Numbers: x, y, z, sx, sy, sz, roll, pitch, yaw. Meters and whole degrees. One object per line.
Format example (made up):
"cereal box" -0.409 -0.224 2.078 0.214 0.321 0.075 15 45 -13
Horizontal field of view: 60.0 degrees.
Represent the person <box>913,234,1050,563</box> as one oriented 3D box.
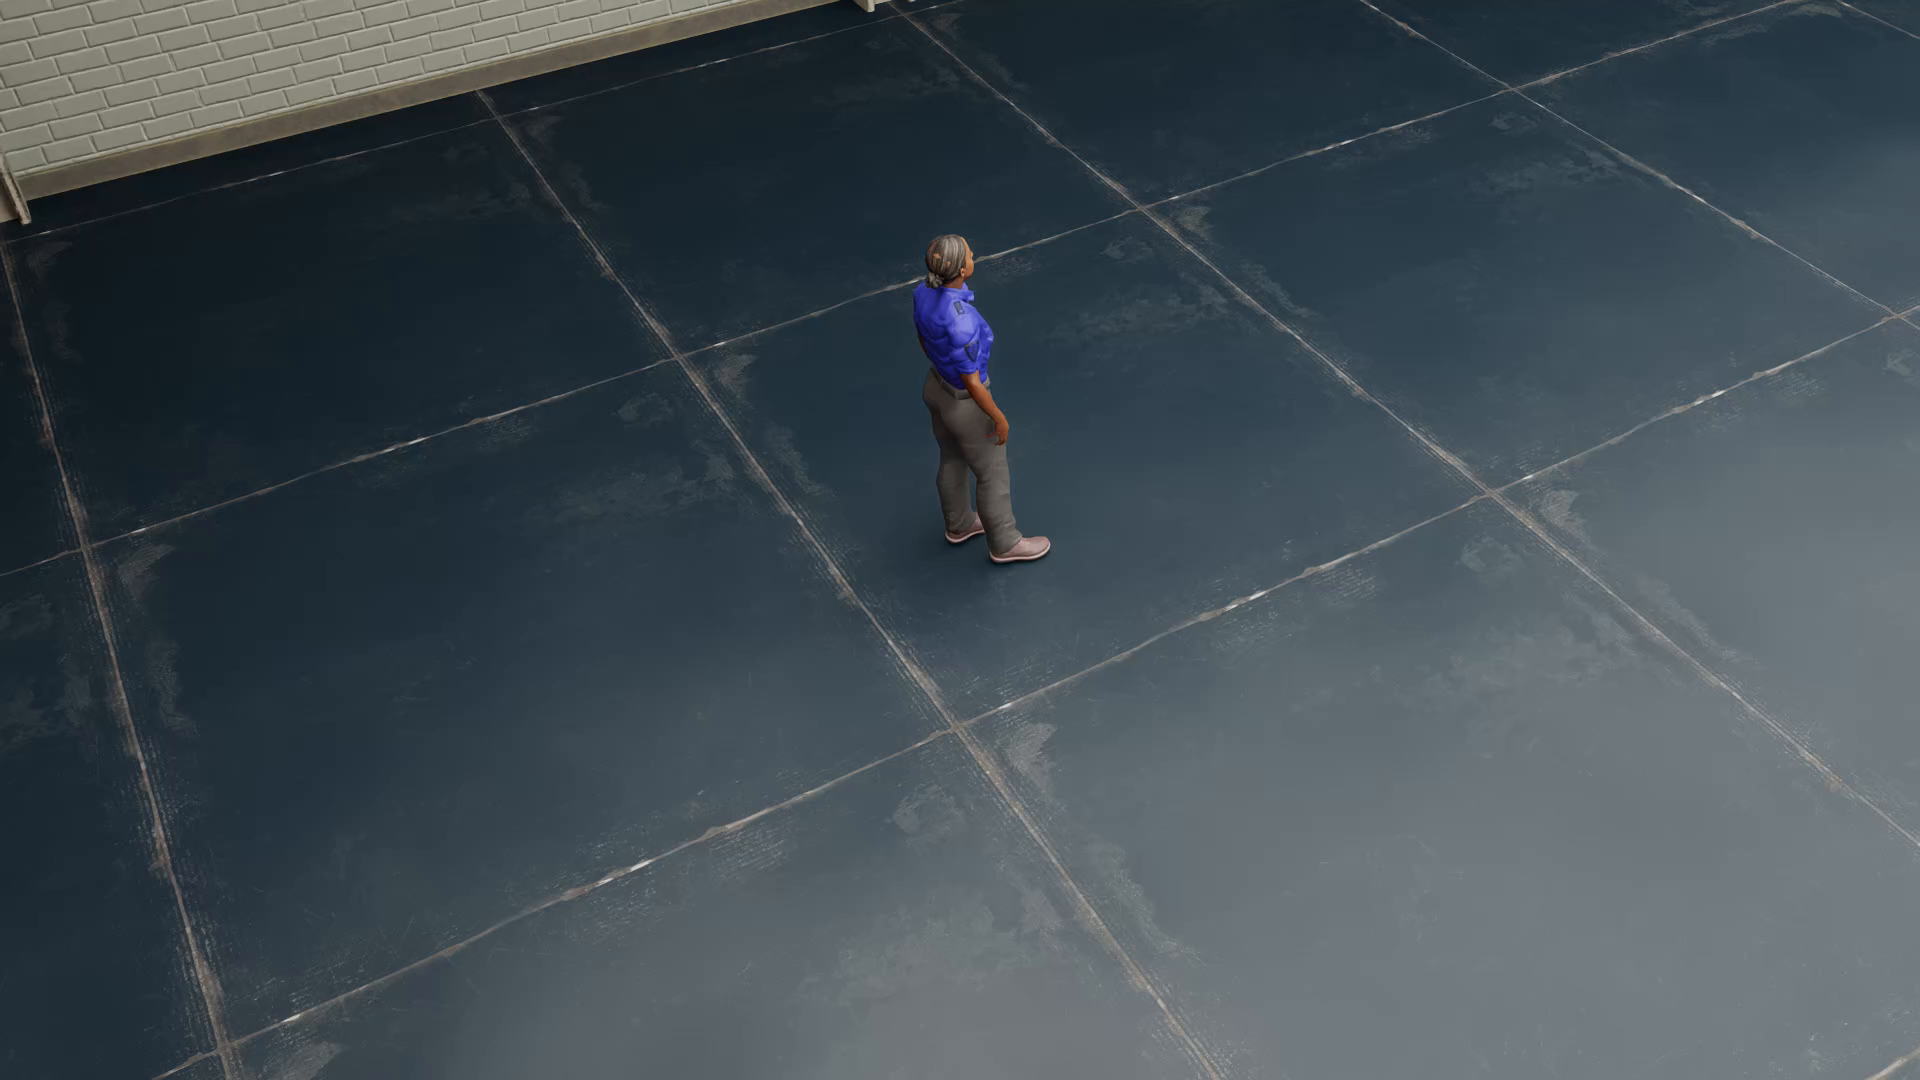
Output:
"person" 0.086 -0.630 7.305 0.504 1.654 0.569 -21 47 -21
